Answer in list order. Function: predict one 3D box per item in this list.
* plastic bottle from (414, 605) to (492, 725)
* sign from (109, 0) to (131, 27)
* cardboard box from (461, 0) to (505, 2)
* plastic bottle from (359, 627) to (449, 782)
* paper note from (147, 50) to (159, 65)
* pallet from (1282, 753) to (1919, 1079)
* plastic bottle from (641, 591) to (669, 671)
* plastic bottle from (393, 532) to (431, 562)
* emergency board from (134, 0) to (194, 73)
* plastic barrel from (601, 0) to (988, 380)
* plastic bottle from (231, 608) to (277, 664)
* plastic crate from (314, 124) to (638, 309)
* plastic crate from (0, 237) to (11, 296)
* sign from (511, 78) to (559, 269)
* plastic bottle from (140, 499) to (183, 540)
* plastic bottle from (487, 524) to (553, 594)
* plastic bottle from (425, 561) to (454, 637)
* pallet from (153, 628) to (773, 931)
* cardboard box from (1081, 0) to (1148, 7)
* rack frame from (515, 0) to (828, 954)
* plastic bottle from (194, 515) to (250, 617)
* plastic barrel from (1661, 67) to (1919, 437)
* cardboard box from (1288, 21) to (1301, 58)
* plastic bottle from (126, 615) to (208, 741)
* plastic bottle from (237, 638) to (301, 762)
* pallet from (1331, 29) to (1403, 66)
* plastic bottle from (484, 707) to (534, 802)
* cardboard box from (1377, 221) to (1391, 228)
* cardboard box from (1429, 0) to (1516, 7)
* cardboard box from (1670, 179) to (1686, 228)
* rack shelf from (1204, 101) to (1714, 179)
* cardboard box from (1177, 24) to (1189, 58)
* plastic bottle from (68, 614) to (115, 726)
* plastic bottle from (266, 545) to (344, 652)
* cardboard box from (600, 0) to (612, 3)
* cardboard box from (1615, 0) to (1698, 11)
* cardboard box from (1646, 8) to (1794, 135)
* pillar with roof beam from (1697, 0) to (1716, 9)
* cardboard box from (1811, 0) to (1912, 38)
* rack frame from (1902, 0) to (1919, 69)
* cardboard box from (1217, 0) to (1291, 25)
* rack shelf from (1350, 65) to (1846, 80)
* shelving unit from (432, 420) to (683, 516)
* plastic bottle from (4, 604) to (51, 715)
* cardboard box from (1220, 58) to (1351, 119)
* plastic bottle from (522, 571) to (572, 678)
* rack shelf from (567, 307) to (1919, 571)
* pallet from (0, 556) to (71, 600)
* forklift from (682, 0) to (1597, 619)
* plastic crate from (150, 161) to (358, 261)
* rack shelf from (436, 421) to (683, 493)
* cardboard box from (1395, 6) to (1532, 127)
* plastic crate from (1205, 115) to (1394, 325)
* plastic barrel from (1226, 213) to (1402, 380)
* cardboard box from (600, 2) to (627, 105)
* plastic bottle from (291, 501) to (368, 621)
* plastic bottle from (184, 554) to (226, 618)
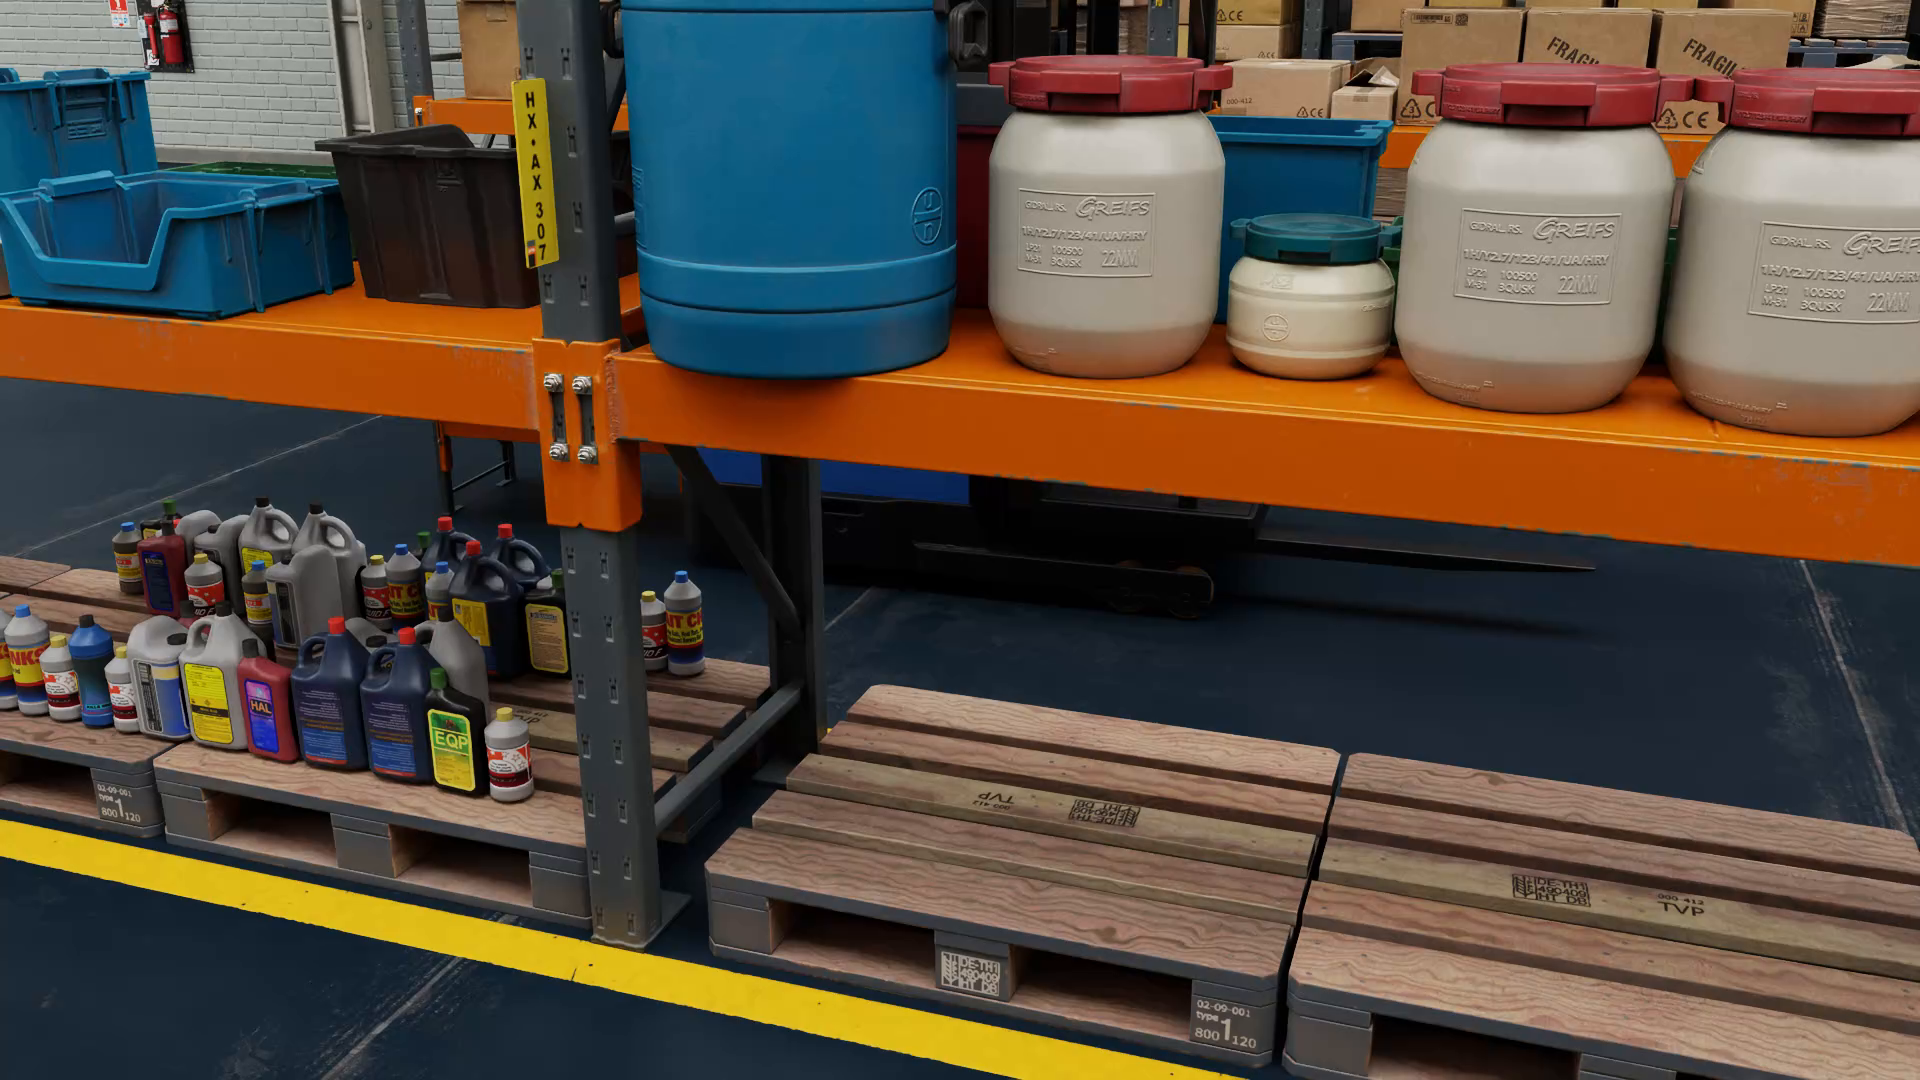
[{"bbox_3d":[-1.226,0.322,3.951,0.185,0.351,0.144,7,20,18],"label":"plastic bottle"},{"bbox_3d":[-8.630,-5.437,17.064,0.234,0.329,0.001,7,20,18],"label":"sign"},{"bbox_3d":[-2.419,-2.912,8.736,0.250,0.149,0.380,6,20,18],"label":"cardboard box"},{"bbox_3d":[-1.273,0.367,3.822,0.185,0.351,0.144,6,20,17],"label":"plastic bottle"},{"bbox_3d":[-8.286,-4.953,17.068,0.142,0.148,0.016,7,20,18],"label":"paper note"},{"bbox_3d":[1.341,0.825,3.390,1.213,0.211,1.003,7,20,18],"label":"pallet"},{"bbox_3d":[-0.823,0.236,4.426,0.097,0.201,0.097,0,19,0],"label":"plastic bottle"},{"bbox_3d":[-1.517,0.111,4.658,0.133,0.283,0.061,7,21,20],"label":"plastic bottle"},{"bbox_3d":[-8.142,-5.329,16.806,0.643,1.169,0.194,7,20,18],"label":"emergency board"},{"bbox_3d":[-0.304,-0.797,3.044,0.708,0.901,0.600,7,20,18],"label":"plastic barrel"},{"bbox_3d":[-1.750,0.309,4.092,0.133,0.283,0.061,7,20,18],"label":"plastic bottle"},{"bbox_3d":[-1.023,-0.763,3.802,0.504,0.338,0.767,7,20,18],"label":"plastic crate"},{"bbox_3d":[-2.187,-0.668,3.837,0.437,0.136,0.530,7,20,18],"label":"plastic crate"},{"bbox_3d":[-0.761,-0.657,2.983,0.005,0.325,0.100,7,20,18],"label":"sign"},{"bbox_3d":[-2.353,0.016,4.932,0.133,0.283,0.061,7,20,19],"label":"plastic bottle"},{"bbox_3d":[-1.196,0.131,4.500,0.185,0.351,0.144,7,20,20],"label":"plastic bottle"},{"bbox_3d":[-1.373,0.190,4.450,0.097,0.271,0.097,0,19,0],"label":"plastic bottle"},{"bbox_3d":[-1.191,0.535,4.220,1.213,0.211,1.003,7,20,18],"label":"pallet"},{"bbox_3d":[0.732,-2.552,7.703,0.250,0.149,0.380,7,20,18],"label":"cardboard box"},{"bbox_3d":[-0.570,-0.696,3.516,0.127,3.000,1.000,7,20,18],"label":"rack frame"},{"bbox_3d":[-2.110,0.063,4.808,0.135,0.276,0.152,6,20,17],"label":"plastic bottle"},{"bbox_3d":[1.364,-0.463,2.640,0.433,0.535,0.433,0,19,0],"label":"plastic barrel"},{"bbox_3d":[2.308,-3.833,12.711,0.500,0.250,0.500,7,20,19],"label":"cardboard box"},{"bbox_3d":[-1.911,0.328,4.048,0.135,0.276,0.152,7,20,19],"label":"plastic bottle"},{"bbox_3d":[-1.622,0.373,3.906,0.133,0.283,0.061,8,21,22],"label":"plastic bottle"},{"bbox_3d":[3.355,-3.558,12.018,1.213,0.211,1.003,7,20,18],"label":"pallet"},{"bbox_3d":[-1.015,0.475,3.739,0.097,0.201,0.097,0,19,0],"label":"plastic bottle"},{"bbox_3d":[2.029,-1.392,8.199,0.500,0.311,0.500,7,20,20],"label":"cardboard box"},{"bbox_3d":[3.676,-3.903,11.896,0.500,0.500,0.700,9,21,24],"label":"cardboard box"},{"bbox_3d":[5.314,-2.525,11.892,0.500,0.500,0.700,6,20,18],"label":"cardboard box"},{"bbox_3d":[2.948,-1.680,7.432,4.000,0.370,1.077,7,20,18],"label":"rack shelf"},{"bbox_3d":[1.666,-3.728,12.413,0.500,0.250,0.500,7,20,18],"label":"cardboard box"},{"bbox_3d":[-2.128,0.315,4.092,0.097,0.271,0.097,0,19,0],"label":"plastic bottle"},{"bbox_3d":[-1.801,0.149,4.563,0.135,0.276,0.152,7,20,18],"label":"plastic bottle"},{"bbox_3d":[-1.696,-2.829,8.498,0.250,0.149,0.380,6,20,17],"label":"cardboard box"},{"bbox_3d":[4.828,-3.775,11.528,0.500,0.500,0.700,7,20,18],"label":"cardboard box"},{"bbox_3d":[3.247,-2.027,7.183,0.500,0.500,0.500,5,20,15],"label":"cardboard box"},{"bbox_3d":[4.103,-5.248,7.460,0.400,9.000,9.100,7,20,18],"label":"pillar with roof beam"},{"bbox_3d":[6.012,-3.647,11.161,0.500,0.500,0.700,4,20,12],"label":"cardboard box"},{"bbox_3d":[6.460,-3.344,11.113,0.127,3.000,1.000,7,20,18],"label":"rack frame"},{"bbox_3d":[2.133,-4.024,12.122,0.500,0.500,0.500,6,20,18],"label":"cardboard box"},{"bbox_3d":[4.570,-3.221,11.852,4.000,0.370,1.077,7,20,18],"label":"rack shelf"},{"bbox_3d":[-1.406,-0.658,6.254,1.048,1.125,0.538,5,20,15],"label":"shelving unit"},{"bbox_3d":[-2.320,0.293,4.155,0.097,0.271,0.097,0,19,0],"label":"plastic bottle"},{"bbox_3d":[1.539,-2.125,7.844,0.500,0.250,0.500,8,21,21],"label":"cardboard box"},{"bbox_3d":[-1.076,0.215,4.361,0.133,0.283,0.061,7,20,18],"label":"plastic bottle"},{"bbox_3d":[1.319,-0.140,3.015,4.000,0.370,1.077,7,20,18],"label":"rack shelf"},{"bbox_3d":[-3.496,0.272,4.976,1.213,0.211,1.003,7,20,18],"label":"pallet"},{"bbox_3d":[0.605,-1.326,5.429,3.031,2.935,1.130,5,20,15],"label":"forklift"},{"bbox_3d":[-1.760,-0.830,4.223,0.662,0.188,0.450,7,20,18],"label":"plastic crate"},{"bbox_3d":[-1.406,-0.427,6.334,1.000,0.278,0.538,5,20,15],"label":"rack shelf"},{"bbox_3d":[2.277,-2.138,7.501,0.500,0.500,0.500,8,21,22],"label":"cardboard box"},{"bbox_3d":[0.574,-0.666,3.454,0.575,0.384,0.392,7,20,18],"label":"plastic crate"},{"bbox_3d":[0.630,-0.440,2.992,0.301,0.262,0.301,0,19,0],"label":"plastic barrel"},{"bbox_3d":[-1.785,-2.605,8.842,0.500,0.500,0.700,7,20,19],"label":"cardboard box"},{"bbox_3d":[-1.776,0.064,4.690,0.185,0.351,0.144,6,20,18],"label":"plastic bottle"},{"bbox_3d":[-2.133,0.139,4.703,0.097,0.201,0.097,0,19,0],"label":"plastic bottle"}]
